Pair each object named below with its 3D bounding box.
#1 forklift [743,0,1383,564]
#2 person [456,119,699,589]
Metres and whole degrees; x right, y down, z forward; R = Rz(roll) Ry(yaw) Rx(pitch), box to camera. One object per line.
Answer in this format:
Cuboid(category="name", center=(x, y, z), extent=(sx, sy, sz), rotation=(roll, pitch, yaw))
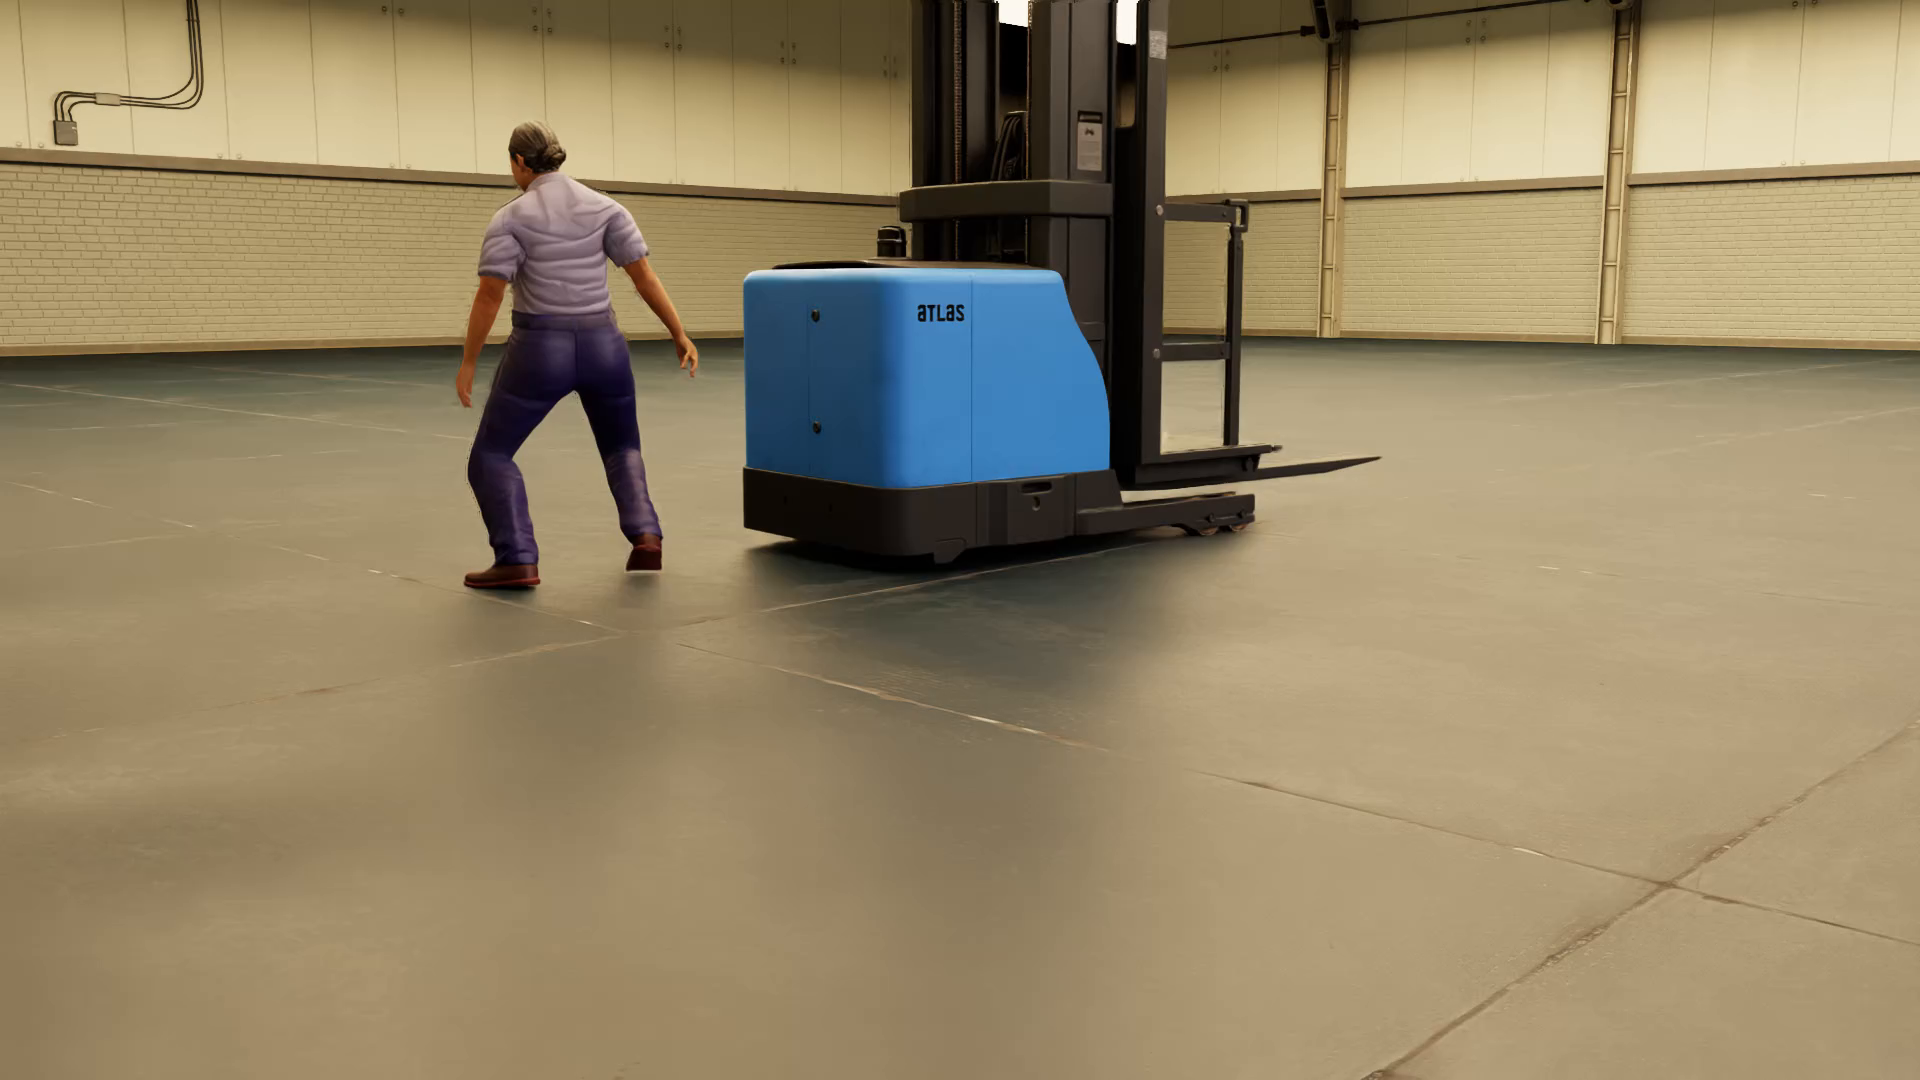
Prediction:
Cuboid(category="forklift", center=(0.607, -1.516, 6.945), extent=(3.031, 2.935, 1.130), rotation=(-7, 11, -39))
Cuboid(category="person", center=(-1.313, -0.630, 5.714), extent=(0.819, 1.563, 0.484), rotation=(-4, 9, -25))
